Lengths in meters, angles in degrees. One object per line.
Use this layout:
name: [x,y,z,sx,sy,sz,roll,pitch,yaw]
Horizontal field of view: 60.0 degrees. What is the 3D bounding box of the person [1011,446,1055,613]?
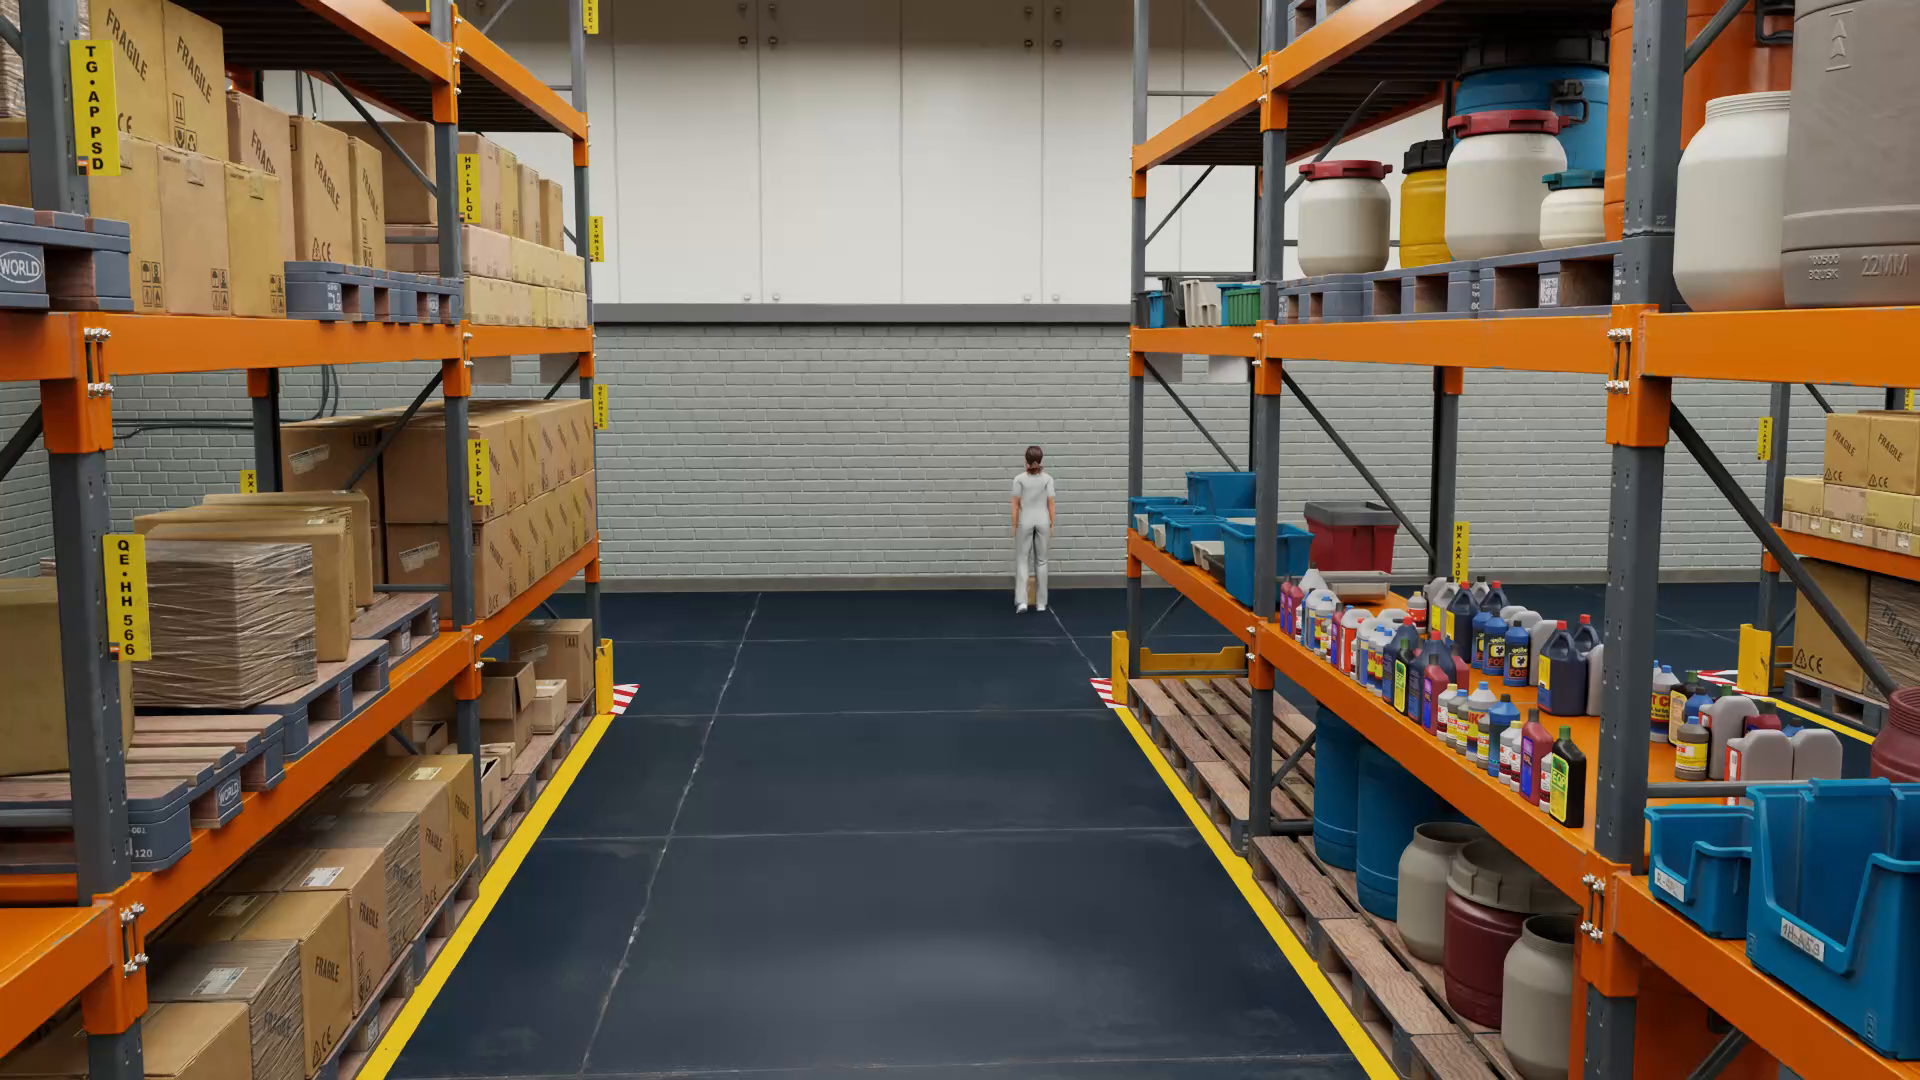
person: [0.731,-0.084,16.724,0.441,1.732,0.438,0,7,-3]
